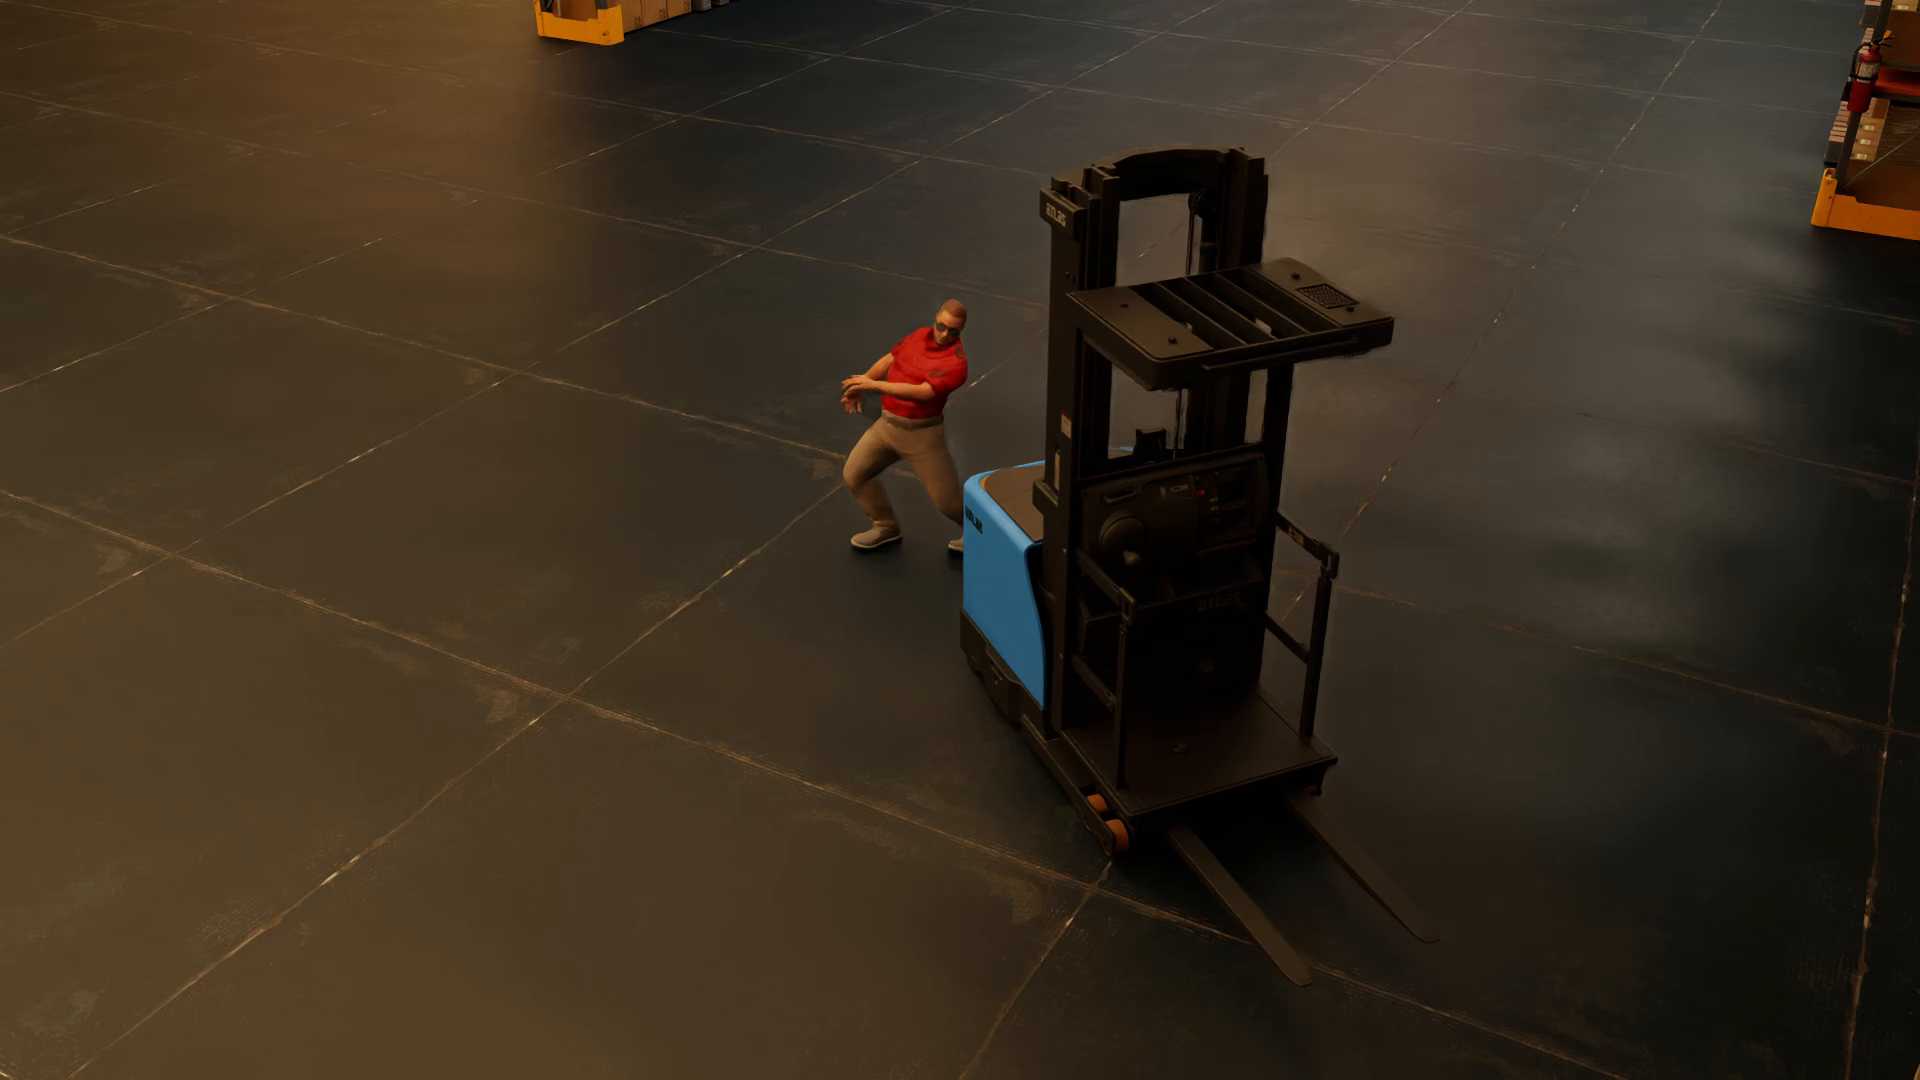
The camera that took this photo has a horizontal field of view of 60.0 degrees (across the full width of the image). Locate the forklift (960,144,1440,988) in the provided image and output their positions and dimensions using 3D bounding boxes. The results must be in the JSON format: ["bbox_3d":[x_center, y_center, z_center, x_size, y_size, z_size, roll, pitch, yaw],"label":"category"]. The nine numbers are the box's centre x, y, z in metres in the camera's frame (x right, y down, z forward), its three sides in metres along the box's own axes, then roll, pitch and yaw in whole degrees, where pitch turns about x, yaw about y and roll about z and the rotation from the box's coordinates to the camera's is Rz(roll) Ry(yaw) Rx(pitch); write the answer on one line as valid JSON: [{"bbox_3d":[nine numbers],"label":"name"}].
[{"bbox_3d":[1.047,-0.085,7.217,1.130,2.935,3.031,-12,32,-20],"label":"forklift"}]

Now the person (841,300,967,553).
[{"bbox_3d":[-0.355,-0.635,9.515,0.854,1.560,0.866,23,37,35],"label":"person"}]
